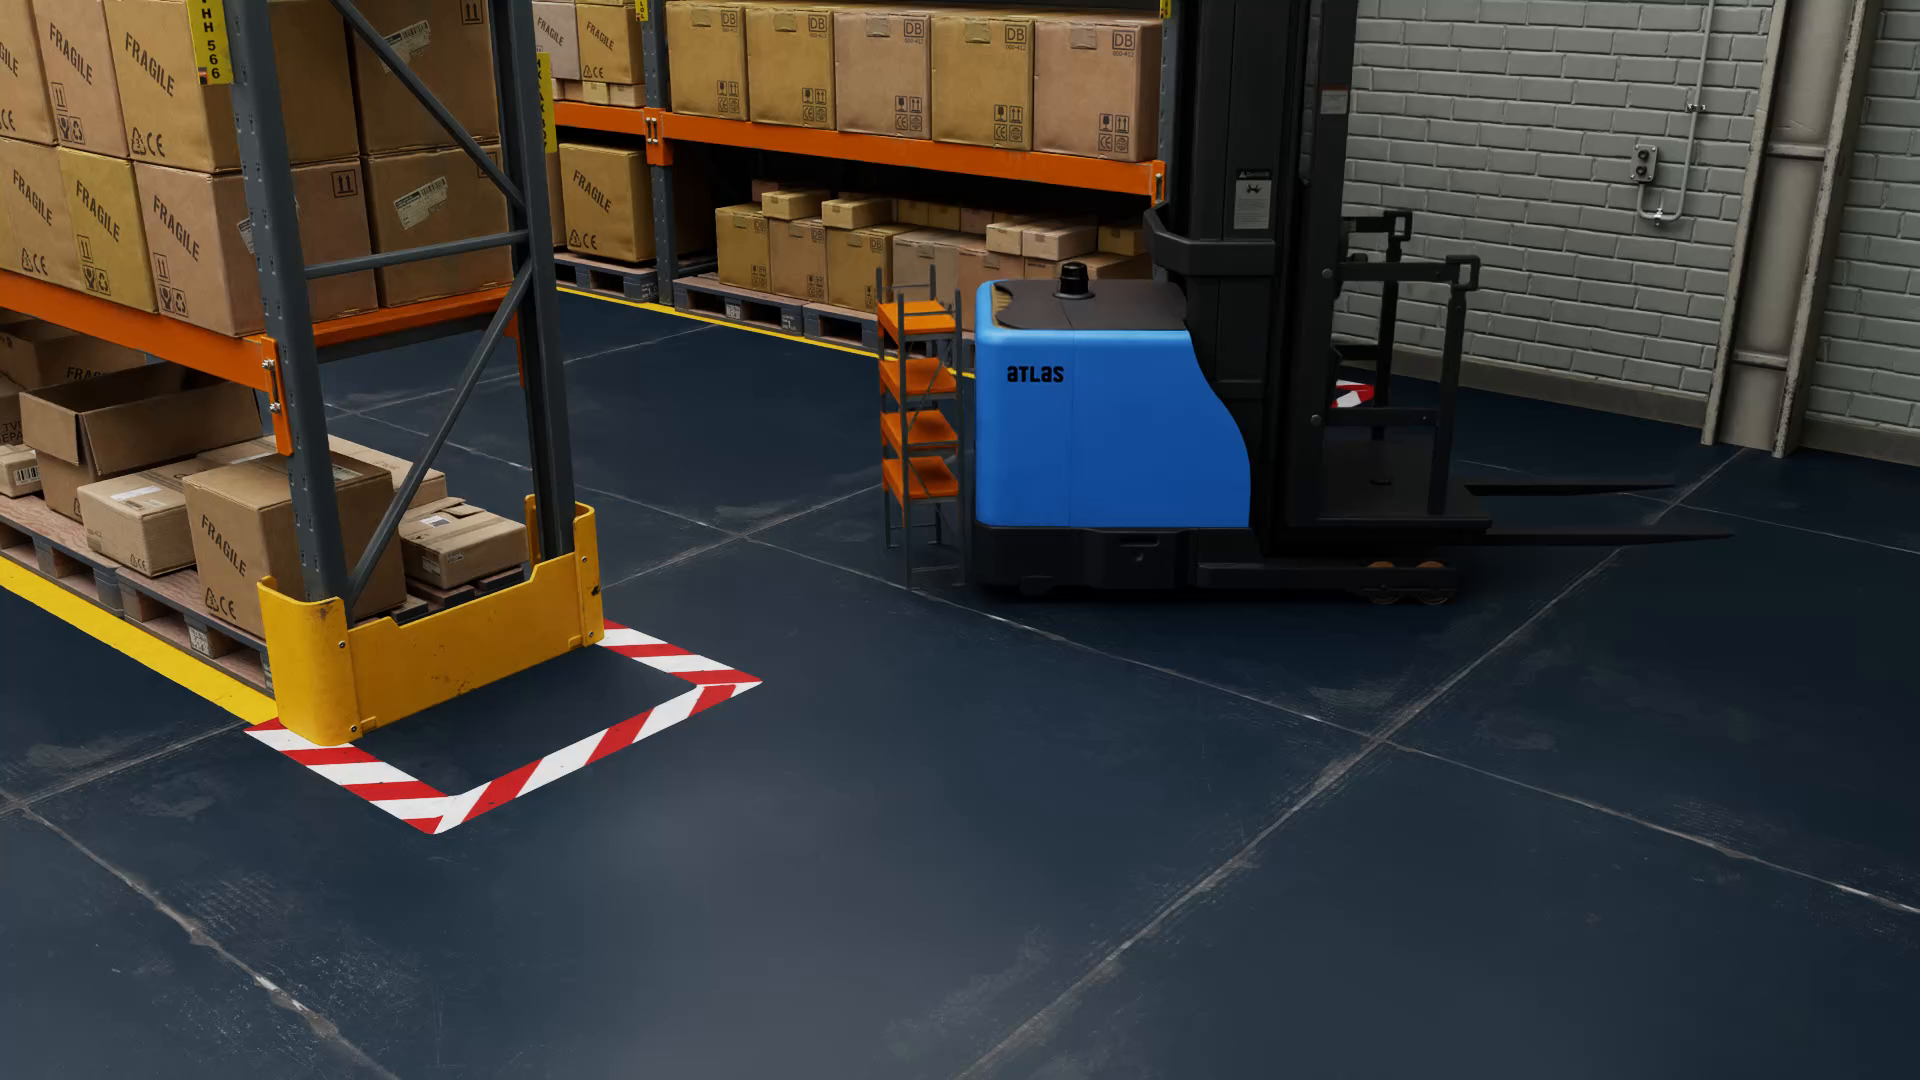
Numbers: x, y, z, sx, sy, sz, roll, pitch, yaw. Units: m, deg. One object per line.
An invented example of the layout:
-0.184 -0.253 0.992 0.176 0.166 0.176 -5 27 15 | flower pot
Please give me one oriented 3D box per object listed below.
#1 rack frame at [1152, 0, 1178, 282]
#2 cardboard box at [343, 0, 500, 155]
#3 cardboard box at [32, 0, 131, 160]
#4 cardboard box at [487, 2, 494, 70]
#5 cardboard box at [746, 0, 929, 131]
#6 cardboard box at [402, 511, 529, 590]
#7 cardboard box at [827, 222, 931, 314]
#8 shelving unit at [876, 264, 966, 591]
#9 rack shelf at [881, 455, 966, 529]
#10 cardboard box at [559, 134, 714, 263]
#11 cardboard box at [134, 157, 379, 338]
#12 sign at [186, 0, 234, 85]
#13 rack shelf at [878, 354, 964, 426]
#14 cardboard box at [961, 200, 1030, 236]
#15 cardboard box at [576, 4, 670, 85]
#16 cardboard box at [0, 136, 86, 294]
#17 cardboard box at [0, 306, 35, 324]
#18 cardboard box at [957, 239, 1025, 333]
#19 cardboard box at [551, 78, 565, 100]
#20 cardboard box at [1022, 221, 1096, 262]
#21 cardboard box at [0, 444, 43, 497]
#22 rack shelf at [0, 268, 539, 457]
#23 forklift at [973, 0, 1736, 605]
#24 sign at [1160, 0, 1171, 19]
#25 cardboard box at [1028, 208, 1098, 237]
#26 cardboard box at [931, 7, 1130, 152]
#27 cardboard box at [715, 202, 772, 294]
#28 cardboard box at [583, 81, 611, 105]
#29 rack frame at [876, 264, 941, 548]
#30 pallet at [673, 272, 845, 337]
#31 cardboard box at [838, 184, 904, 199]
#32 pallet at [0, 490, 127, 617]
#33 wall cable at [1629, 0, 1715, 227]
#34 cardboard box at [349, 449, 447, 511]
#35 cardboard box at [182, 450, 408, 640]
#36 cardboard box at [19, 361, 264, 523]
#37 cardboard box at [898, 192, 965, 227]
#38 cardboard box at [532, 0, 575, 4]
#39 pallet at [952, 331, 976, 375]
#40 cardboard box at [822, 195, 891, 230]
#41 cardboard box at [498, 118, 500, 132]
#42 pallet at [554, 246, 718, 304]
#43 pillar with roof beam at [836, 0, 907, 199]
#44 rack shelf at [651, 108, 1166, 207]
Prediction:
1.385 -2.260 8.910 0.127 3.000 1.000 16 26 36 | rack frame
-1.921 -1.591 5.576 0.500 0.500 0.500 17 27 38 | cardboard box
-2.655 -1.556 5.485 0.500 0.500 0.500 17 26 38 | cardboard box
-3.016 -3.607 11.891 0.500 0.500 0.500 16 26 36 | cardboard box
-0.742 -3.003 10.455 0.700 0.700 0.980 15 25 35 | cardboard box
-1.851 0.036 6.239 0.250 0.149 0.380 16 26 36 | cardboard box
-0.416 -1.756 10.522 0.500 0.500 0.700 17 26 37 | cardboard box
-0.157 -0.454 6.666 0.258 1.200 0.503 -5 21 -11 | shelving unit
-0.153 -0.206 6.761 0.258 0.148 0.480 -5 21 -11 | rack shelf
-2.300 -2.452 11.872 0.750 0.750 0.750 16 26 37 | cardboard box
-2.263 -0.977 5.367 0.500 0.500 0.500 17 27 38 | cardboard box
-2.111 -1.447 4.666 0.005 0.325 0.100 16 26 36 | sign
-0.159 -0.600 6.610 0.258 0.148 0.480 -5 21 -11 | rack shelf
0.219 -1.971 10.173 0.250 0.149 0.380 17 26 37 | cardboard box
-2.231 -3.382 11.293 0.500 0.500 0.500 16 26 35 | cardboard box
-3.051 -1.205 5.970 0.500 0.500 0.500 16 26 37 | cardboard box
-5.064 -1.008 8.510 0.500 0.500 0.500 15 25 34 | cardboard box
0.392 -1.527 9.915 0.500 0.500 0.700 16 26 36 | cardboard box
-2.779 -3.205 11.744 0.250 0.149 0.380 16 26 36 | cardboard box
0.565 -1.698 9.448 0.250 0.149 0.380 16 26 36 | cardboard box
-3.978 -0.334 7.196 0.250 0.166 0.380 16 26 36 | cardboard box
-3.294 -1.015 6.627 4.000 0.370 1.077 16 26 36 | rack shelf
1.570 -1.307 6.480 3.031 2.935 1.130 0 21 0 | forklift
1.031 -2.767 8.279 0.005 0.325 0.100 16 26 36 | sign
0.610 -1.859 9.874 0.250 0.149 0.380 16 26 36 | cardboard box
0.413 -2.671 9.574 0.700 0.700 0.980 16 26 36 | cardboard box
-1.199 -1.984 11.127 0.500 0.500 0.700 16 26 37 | cardboard box
-2.365 -3.092 11.444 0.250 0.149 0.380 17 26 37 | cardboard box
-0.208 -0.538 6.889 0.240 1.200 0.015 -5 21 -11 | rack frame
-1.174 -1.657 11.262 1.213 0.211 1.003 16 26 36 | pallet
-0.572 -2.199 10.776 0.250 0.149 0.380 15 25 35 | cardboard box
-3.362 -0.067 7.047 1.213 0.211 1.003 16 26 36 | pallet
2.975 -2.708 8.659 1.851 1.984 0.084 16 26 36 | wall cable
-2.373 -0.135 6.547 0.500 0.250 0.500 16 26 36 | cardboard box
-2.321 0.005 5.823 0.500 0.500 0.500 16 26 36 | cardboard box
-3.384 -0.417 6.938 0.637 0.503 0.797 16 26 36 | cardboard box
-0.176 -2.085 10.474 0.250 0.149 0.380 16 26 35 | cardboard box
-2.627 -3.850 11.471 0.500 0.250 0.500 17 26 37 | cardboard box
0.716 -1.112 9.818 1.213 0.211 1.003 16 26 36 | pallet
-0.645 -2.045 10.369 0.250 0.149 0.380 15 25 35 | cardboard box
-3.651 -2.838 12.895 0.750 0.750 0.750 16 26 36 | cardboard box
-2.359 -1.999 12.170 1.213 0.211 1.003 16 26 36 | pallet
-3.347 -4.863 7.310 0.400 9.000 9.100 16 26 36 | pillar with roof beam
-0.164 -2.370 10.220 4.000 0.370 1.077 16 26 36 | rack shelf
